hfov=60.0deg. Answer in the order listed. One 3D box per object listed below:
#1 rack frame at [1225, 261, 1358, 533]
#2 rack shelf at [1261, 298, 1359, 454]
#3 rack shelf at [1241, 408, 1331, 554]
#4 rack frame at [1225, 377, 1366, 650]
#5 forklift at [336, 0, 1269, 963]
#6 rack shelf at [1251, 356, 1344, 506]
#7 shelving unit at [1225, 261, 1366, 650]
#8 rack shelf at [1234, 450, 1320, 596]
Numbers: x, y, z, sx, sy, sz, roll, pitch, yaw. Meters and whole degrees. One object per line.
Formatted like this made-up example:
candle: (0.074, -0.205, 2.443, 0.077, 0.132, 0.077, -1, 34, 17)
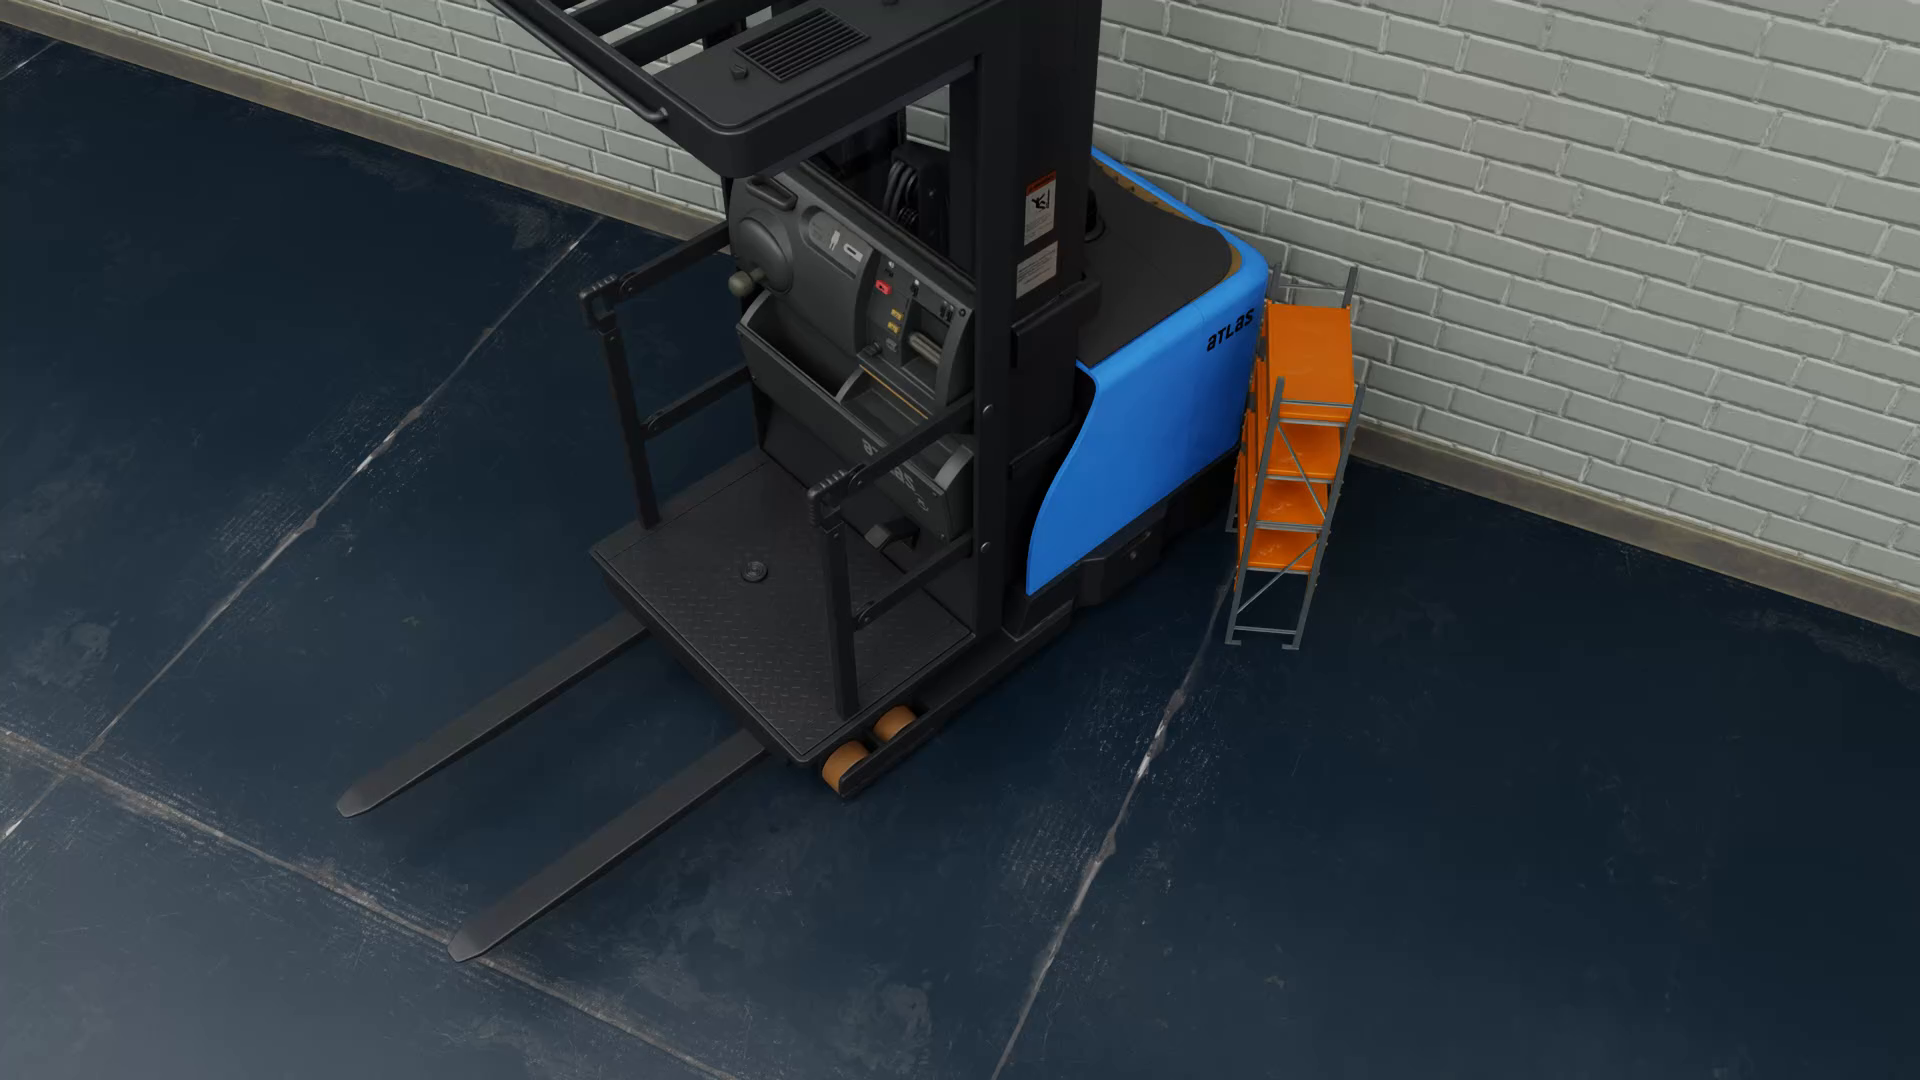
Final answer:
rack frame: (1.041, -0.413, 5.313, 0.240, 1.200, 0.015, 5, 50, 4)
rack shelf: (1.015, -0.483, 4.857, 0.258, 0.148, 0.480, 5, 50, 4)
rack shelf: (1.015, -0.184, 5.207, 0.258, 0.148, 0.480, 5, 50, 4)
rack frame: (0.989, -0.043, 4.999, 0.240, 1.200, 0.015, 5, 50, 4)
forklift: (-0.464, -0.628, 4.360, 3.031, 2.935, 1.130, -35, 58, -26)
rack shelf: (1.015, -0.329, 5.037, 0.258, 0.148, 0.480, 5, 50, 4)
shelving unit: (1.015, -0.228, 5.156, 0.258, 1.200, 0.503, 5, 50, 4)
rack shelf: (1.015, -0.056, 5.359, 0.258, 0.148, 0.480, 5, 50, 4)
